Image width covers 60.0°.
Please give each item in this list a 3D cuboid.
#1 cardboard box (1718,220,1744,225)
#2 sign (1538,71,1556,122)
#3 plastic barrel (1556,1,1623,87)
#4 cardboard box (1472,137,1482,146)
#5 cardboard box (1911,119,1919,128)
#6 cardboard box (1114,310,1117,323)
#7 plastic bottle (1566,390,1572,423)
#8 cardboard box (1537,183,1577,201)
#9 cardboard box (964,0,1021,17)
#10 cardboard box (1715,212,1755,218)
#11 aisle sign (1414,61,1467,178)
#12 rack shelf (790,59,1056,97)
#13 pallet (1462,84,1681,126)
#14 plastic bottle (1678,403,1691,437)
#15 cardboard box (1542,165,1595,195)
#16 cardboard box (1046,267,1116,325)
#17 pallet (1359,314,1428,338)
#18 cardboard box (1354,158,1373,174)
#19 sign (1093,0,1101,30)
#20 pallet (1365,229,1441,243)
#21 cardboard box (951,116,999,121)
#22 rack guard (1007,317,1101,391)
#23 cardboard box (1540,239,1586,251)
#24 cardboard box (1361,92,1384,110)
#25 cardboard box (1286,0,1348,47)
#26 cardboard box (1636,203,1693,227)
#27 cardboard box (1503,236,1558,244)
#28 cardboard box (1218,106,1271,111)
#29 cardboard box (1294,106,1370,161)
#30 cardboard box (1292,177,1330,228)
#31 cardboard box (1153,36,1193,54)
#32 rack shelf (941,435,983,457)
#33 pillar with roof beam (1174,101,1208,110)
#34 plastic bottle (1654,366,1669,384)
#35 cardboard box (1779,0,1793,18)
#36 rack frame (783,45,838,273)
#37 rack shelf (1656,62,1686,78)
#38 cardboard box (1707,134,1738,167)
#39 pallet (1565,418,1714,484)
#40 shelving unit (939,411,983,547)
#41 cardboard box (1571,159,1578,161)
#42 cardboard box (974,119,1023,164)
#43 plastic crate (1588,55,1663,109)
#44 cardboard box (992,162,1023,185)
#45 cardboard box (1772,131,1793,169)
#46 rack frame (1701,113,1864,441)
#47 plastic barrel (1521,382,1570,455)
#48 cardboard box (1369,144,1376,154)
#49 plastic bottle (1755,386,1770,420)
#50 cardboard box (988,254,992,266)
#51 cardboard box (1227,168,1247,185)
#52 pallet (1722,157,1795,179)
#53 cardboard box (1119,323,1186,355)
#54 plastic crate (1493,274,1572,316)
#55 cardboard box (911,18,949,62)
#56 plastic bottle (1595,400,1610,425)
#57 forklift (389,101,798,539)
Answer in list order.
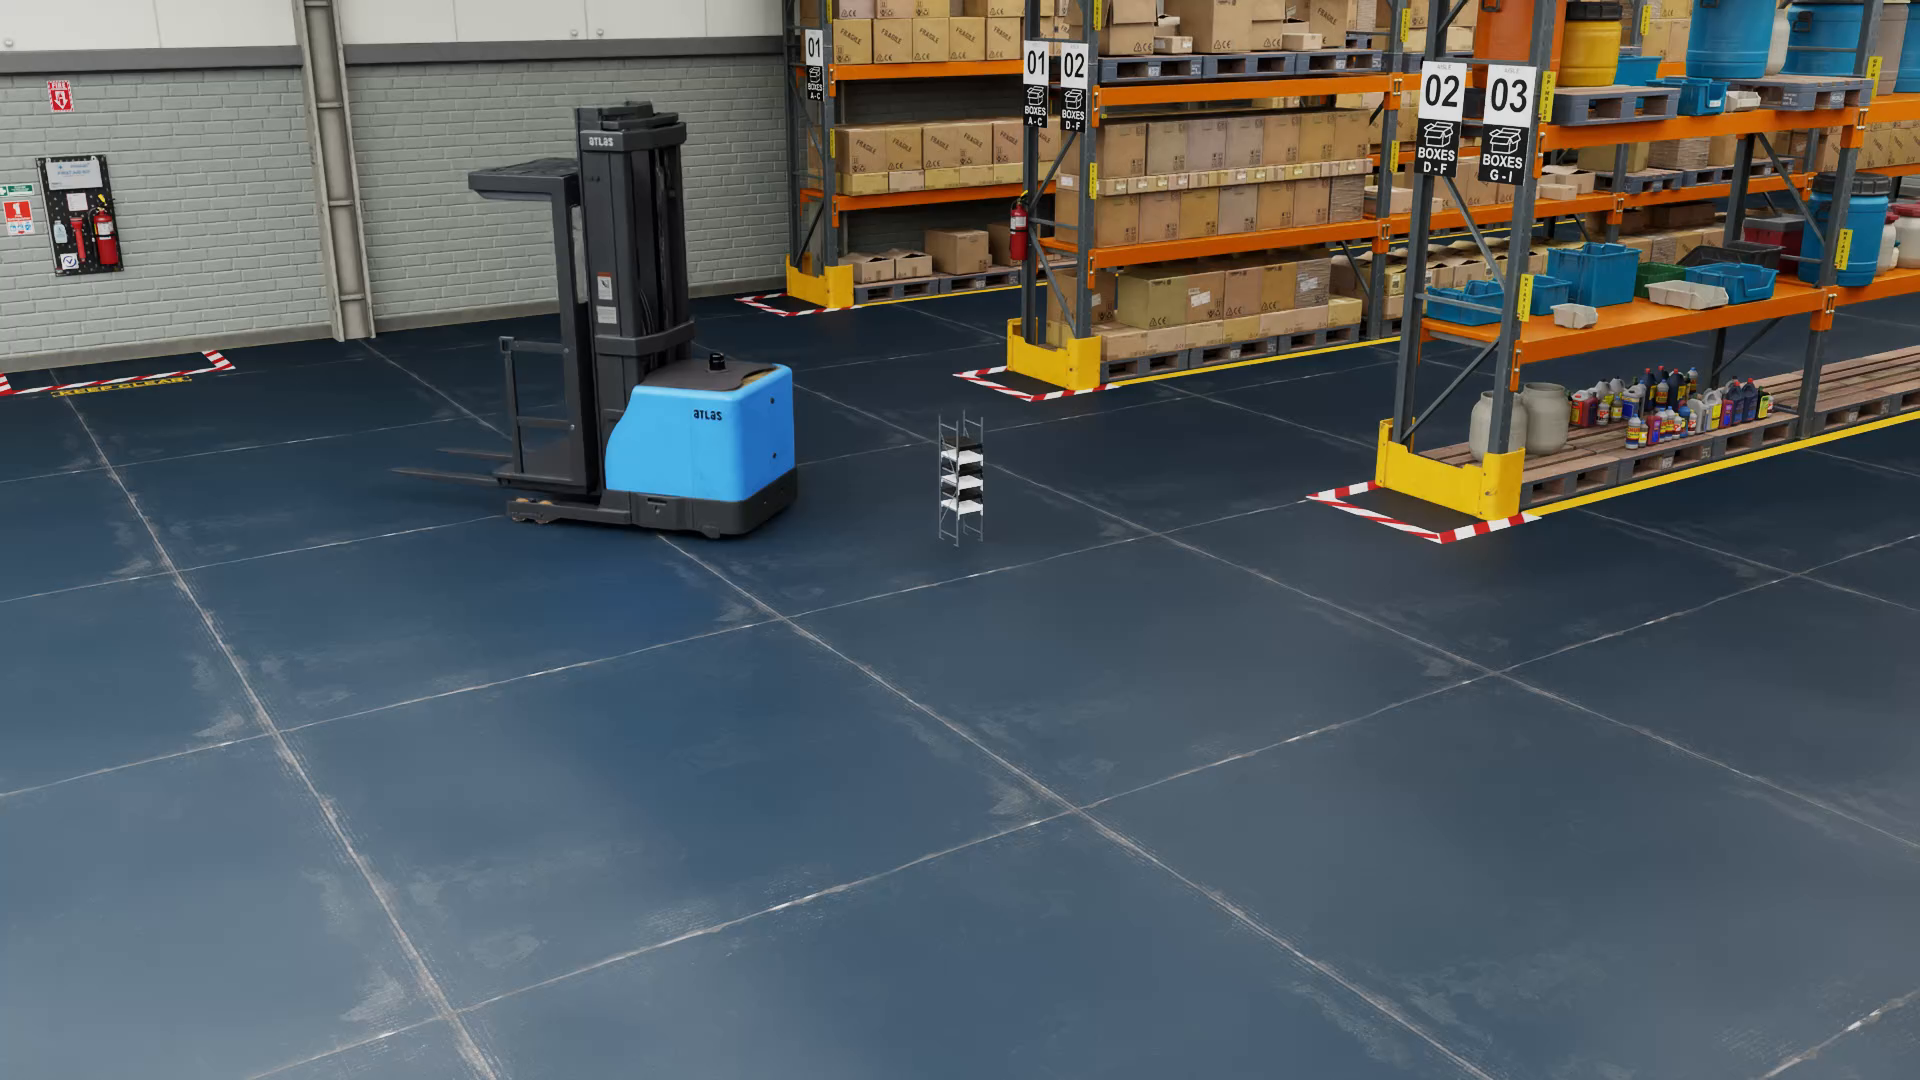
[{"bbox_3d":[10.288,-3.929,21.898,0.500,0.500,0.500,-12,22,-31],"label":"cardboard box"},{"bbox_3d":[3.958,-2.991,11.211,0.005,0.325,0.100,-12,22,-31],"label":"sign"},{"bbox_3d":[4.541,-3.658,12.247,0.600,0.588,0.600,0,19,0],"label":"plastic barrel"},{"bbox_3d":[7.908,-6.182,25.707,0.250,0.149,0.380,-11,22,-30],"label":"cardboard box"},{"bbox_3d":[13.228,-6.045,23.224,0.500,0.500,0.500,-11,22,-30],"label":"cardboard box"},{"bbox_3d":[1.634,-2.200,17.207,0.500,0.250,0.500,-12,22,-31],"label":"cardboard box"},{"bbox_3d":[5.039,-1.102,13.874,0.133,0.283,0.061,-11,22,-30],"label":"plastic bottle"},{"bbox_3d":[7.020,-4.097,19.572,0.250,0.149,0.380,-12,22,-31],"label":"cardboard box"},{"bbox_3d":[0.399,-6.665,20.343,0.500,0.500,0.500,-13,23,-33],"label":"cardboard box"},{"bbox_3d":[10.422,-4.157,22.574,0.500,0.500,0.500,-13,23,-34],"label":"cardboard box"},{"bbox_3d":[3.435,-3.012,11.911,0.004,0.787,0.394,-12,22,-31],"label":"aisle sign"},{"bbox_3d":[-0.119,-5.796,20.645,4.000,0.370,1.077,-12,22,-31],"label":"rack shelf"},{"bbox_3d":[4.404,-3.165,12.034,1.213,0.211,1.003,-12,22,-31],"label":"pallet"},{"bbox_3d":[5.884,-0.979,13.531,0.097,0.271,0.097,0,19,0],"label":"plastic bottle"},{"bbox_3d":[7.291,-4.354,20.079,0.500,0.311,0.500,-10,21,-28],"label":"cardboard box"},{"bbox_3d":[1.222,-2.465,16.819,0.500,0.500,0.500,-12,22,-31],"label":"cardboard box"},{"bbox_3d":[4.872,-2.563,18.996,1.213,0.211,1.003,-12,22,-31],"label":"pallet"},{"bbox_3d":[4.169,-3.993,17.704,0.250,0.149,0.380,-12,22,-31],"label":"cardboard box"},{"bbox_3d":[1.238,-4.762,14.976,0.005,0.325,0.100,-12,22,-31],"label":"sign"},{"bbox_3d":[6.609,-4.784,25.566,1.213,0.211,1.003,-12,22,-31],"label":"pallet"},{"bbox_3d":[0.190,-5.159,21.352,0.500,0.500,0.500,-11,22,-30],"label":"cardboard box"},{"bbox_3d":[0.918,-1.851,16.439,0.348,0.500,1.175,-12,22,-31],"label":"rack guard"},{"bbox_3d":[7.317,-3.452,20.035,0.500,0.311,0.500,-11,22,-30],"label":"cardboard box"},{"bbox_3d":[5.861,-6.432,24.263,0.500,0.250,0.500,-12,22,-32],"label":"cardboard box"},{"bbox_3d":[3.713,-5.459,17.495,0.500,0.500,0.500,-10,21,-27],"label":"cardboard box"},{"bbox_3d":[9.168,-4.248,21.671,0.500,0.250,0.500,-12,22,-32],"label":"cardboard box"},{"bbox_3d":[7.020,-3.597,20.462,0.500,0.311,0.500,-11,22,-30],"label":"cardboard box"},{"bbox_3d":[4.053,-5.837,23.485,0.500,0.500,0.700,-14,23,-36],"label":"cardboard box"},{"bbox_3d":[3.911,-4.326,17.675,0.500,0.500,0.700,-12,22,-31],"label":"cardboard box"},{"bbox_3d":[3.474,-3.617,17.603,0.500,0.500,0.700,-12,22,-32],"label":"cardboard box"},{"bbox_3d":[2.017,-4.767,15.995,0.250,0.149,0.380,-12,22,-31],"label":"cardboard box"},{"bbox_3d":[0.007,-0.652,11.529,0.200,0.077,0.258,-12,22,-31],"label":"rack shelf"},{"bbox_3d":[5.698,-7.466,19.777,0.400,9.000,9.100,-12,22,-31],"label":"pillar with roof beam"},{"bbox_3d":[6.097,-1.341,14.476,0.185,0.351,0.144,-11,22,-30],"label":"plastic bottle"},{"bbox_3d":[10.499,-6.799,21.519,0.600,0.600,0.600,-14,23,-36],"label":"cardboard box"},{"bbox_3d":[-1.790,-4.364,19.968,0.127,3.000,1.000,-12,22,-31],"label":"rack frame"},{"bbox_3d":[9.290,-5.881,20.896,4.000,0.370,1.077,-12,22,-31],"label":"rack shelf"},{"bbox_3d":[9.518,-5.072,21.251,0.700,0.500,0.500,16,24,39],"label":"cardboard box"},{"bbox_3d":[5.396,-0.774,13.704,1.213,0.211,1.003,-12,22,-31],"label":"pallet"},{"bbox_3d":[0.007,-0.428,11.605,0.210,0.900,0.258,-12,22,-31],"label":"shelving unit"},{"bbox_3d":[10.406,-6.296,27.919,0.250,0.149,0.380,-12,22,-31],"label":"cardboard box"},{"bbox_3d":[0.486,-5.021,20.944,0.500,0.500,0.500,-13,22,-33],"label":"cardboard box"},{"bbox_3d":[5.086,-3.544,12.884,0.575,0.384,0.392,-12,22,-31],"label":"plastic crate"},{"bbox_3d":[0.490,-4.664,21.059,0.500,0.250,0.500,-12,22,-32],"label":"cardboard box"},{"bbox_3d":[11.236,-5.357,22.751,0.500,0.500,0.500,-11,22,-31],"label":"cardboard box"},{"bbox_3d":[7.000,-2.418,14.214,0.127,3.000,1.000,-12,22,-31],"label":"rack frame"},{"bbox_3d":[4.585,-0.959,13.126,0.421,0.512,0.421,0,19,0],"label":"plastic barrel"},{"bbox_3d":[5.920,-5.803,24.586,0.250,0.149,0.380,-12,22,-32],"label":"cardboard box"},{"bbox_3d":[6.779,-1.167,14.067,0.133,0.283,0.061,-11,21,-29],"label":"plastic bottle"},{"bbox_3d":[0.204,-3.650,21.621,0.250,0.149,0.380,-14,23,-36],"label":"cardboard box"},{"bbox_3d":[2.668,-3.676,16.765,0.250,0.149,0.380,-12,22,-31],"label":"cardboard box"},{"bbox_3d":[10.232,-4.950,22.004,1.213,0.211,1.003,-12,22,-31],"label":"pallet"},{"bbox_3d":[1.924,-2.060,16.791,0.500,0.250,0.500,-12,22,-31],"label":"cardboard box"},{"bbox_3d":[4.458,-1.924,12.985,0.408,0.251,0.499,-12,22,-31],"label":"plastic crate"},{"bbox_3d":[-0.473,-6.011,19.971,0.500,0.500,0.500,-11,21,-29],"label":"cardboard box"},{"bbox_3d":[5.377,-1.069,13.905,0.097,0.201,0.097,0,19,0],"label":"plastic bottle"},{"bbox_3d":[-2.790,-1.658,12.072,3.031,2.935,1.130,6,20,17],"label":"forklift"}]
